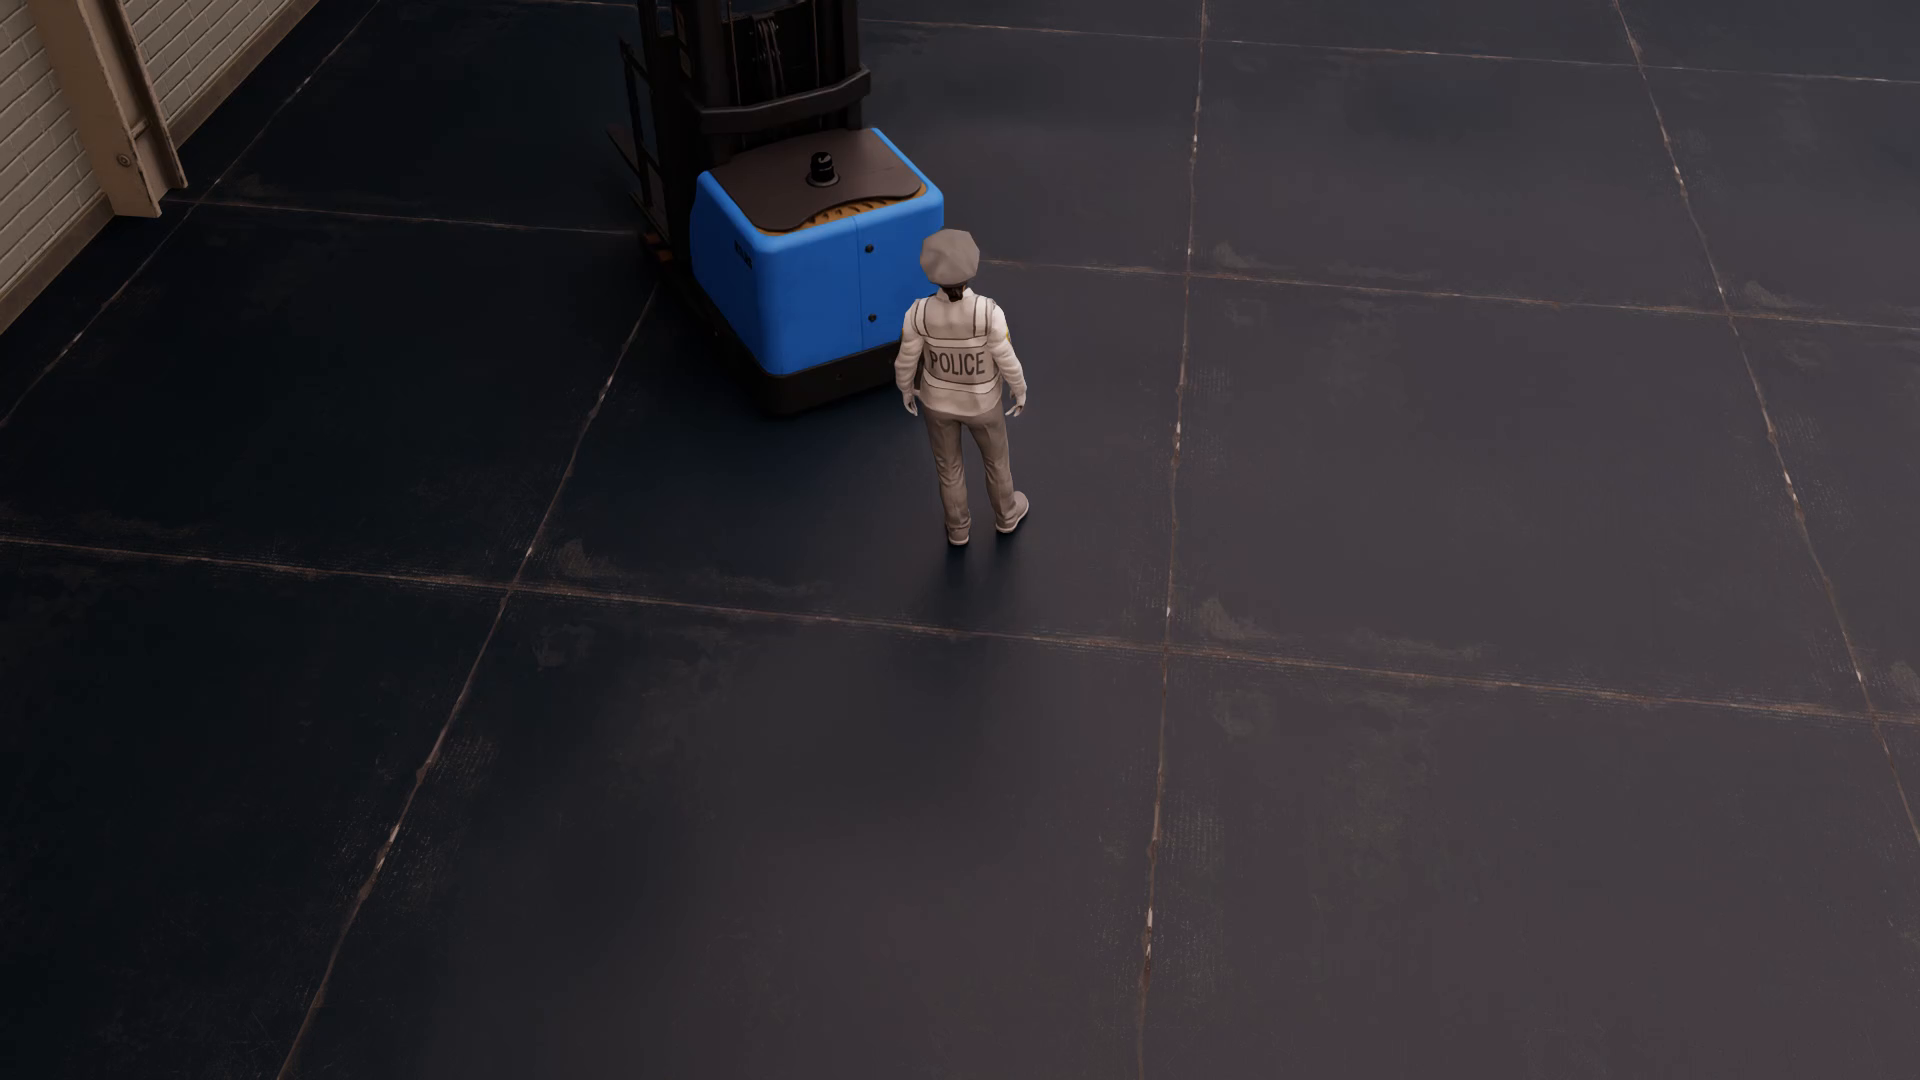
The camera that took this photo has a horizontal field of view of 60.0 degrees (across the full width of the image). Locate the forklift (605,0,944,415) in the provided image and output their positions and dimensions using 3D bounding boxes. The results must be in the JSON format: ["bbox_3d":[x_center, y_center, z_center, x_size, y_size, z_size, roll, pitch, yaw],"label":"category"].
[{"bbox_3d":[-1.203,-2.710,8.675,1.130,2.935,3.031,-20,46,-20],"label":"forklift"}]

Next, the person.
[{"bbox_3d":[0.016,-0.674,7.362,0.586,1.694,0.531,5,43,6],"label":"person"}]
